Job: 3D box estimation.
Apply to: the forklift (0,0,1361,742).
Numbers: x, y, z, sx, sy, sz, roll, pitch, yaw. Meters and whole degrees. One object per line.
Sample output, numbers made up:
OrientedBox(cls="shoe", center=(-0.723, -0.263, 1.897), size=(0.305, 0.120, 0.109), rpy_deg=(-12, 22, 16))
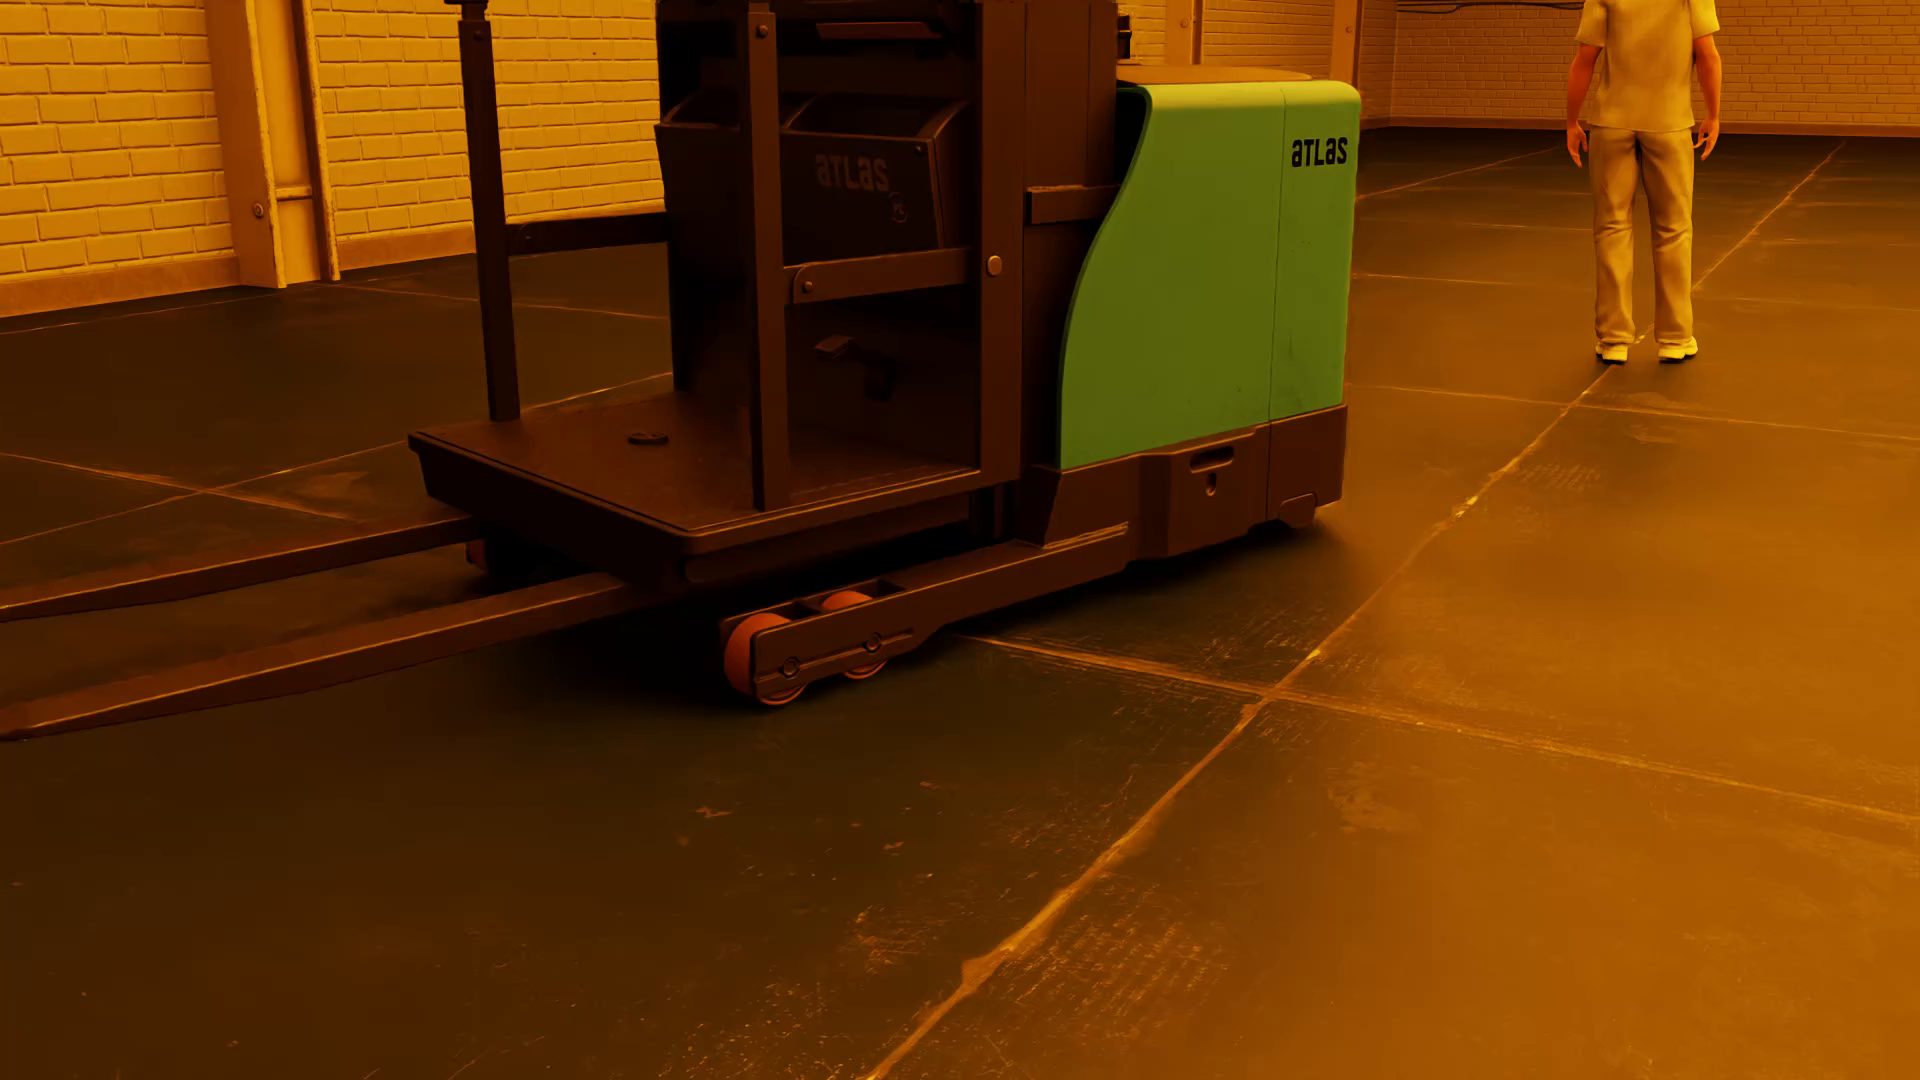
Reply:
OrientedBox(cls="forklift", center=(-0.473, -1.271, 3.169), size=(3.031, 2.935, 1.130), rpy_deg=(-14, 22, -40))

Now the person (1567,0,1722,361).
OrientedBox(cls="person", center=(2.534, -1.507, 6.167), size=(0.549, 1.675, 0.549), rpy_deg=(7, 18, 23))
